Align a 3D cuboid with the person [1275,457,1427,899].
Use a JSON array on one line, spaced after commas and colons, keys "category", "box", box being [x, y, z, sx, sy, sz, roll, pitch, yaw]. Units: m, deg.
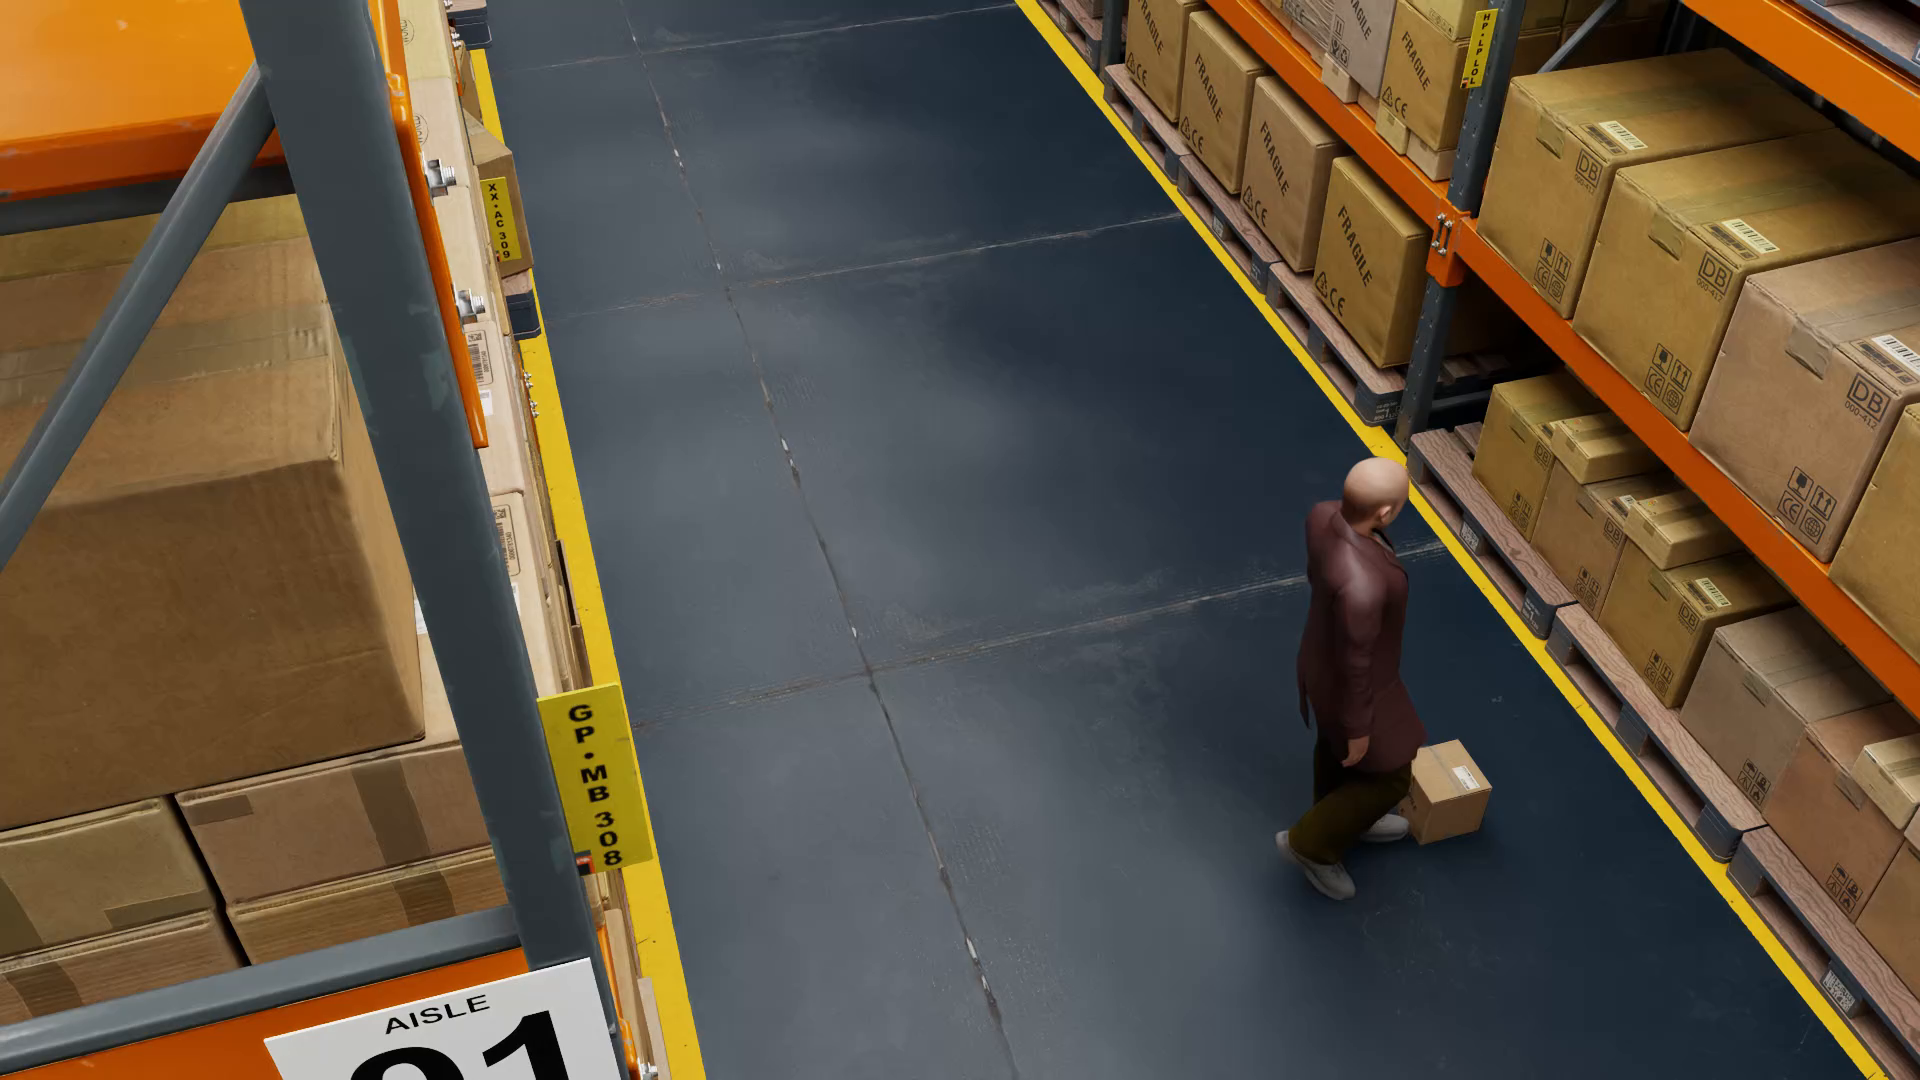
[{"category": "person", "box": [1.407, 0.474, 5.642, 0.563, 1.815, 0.629, -4, 42, -4]}]
